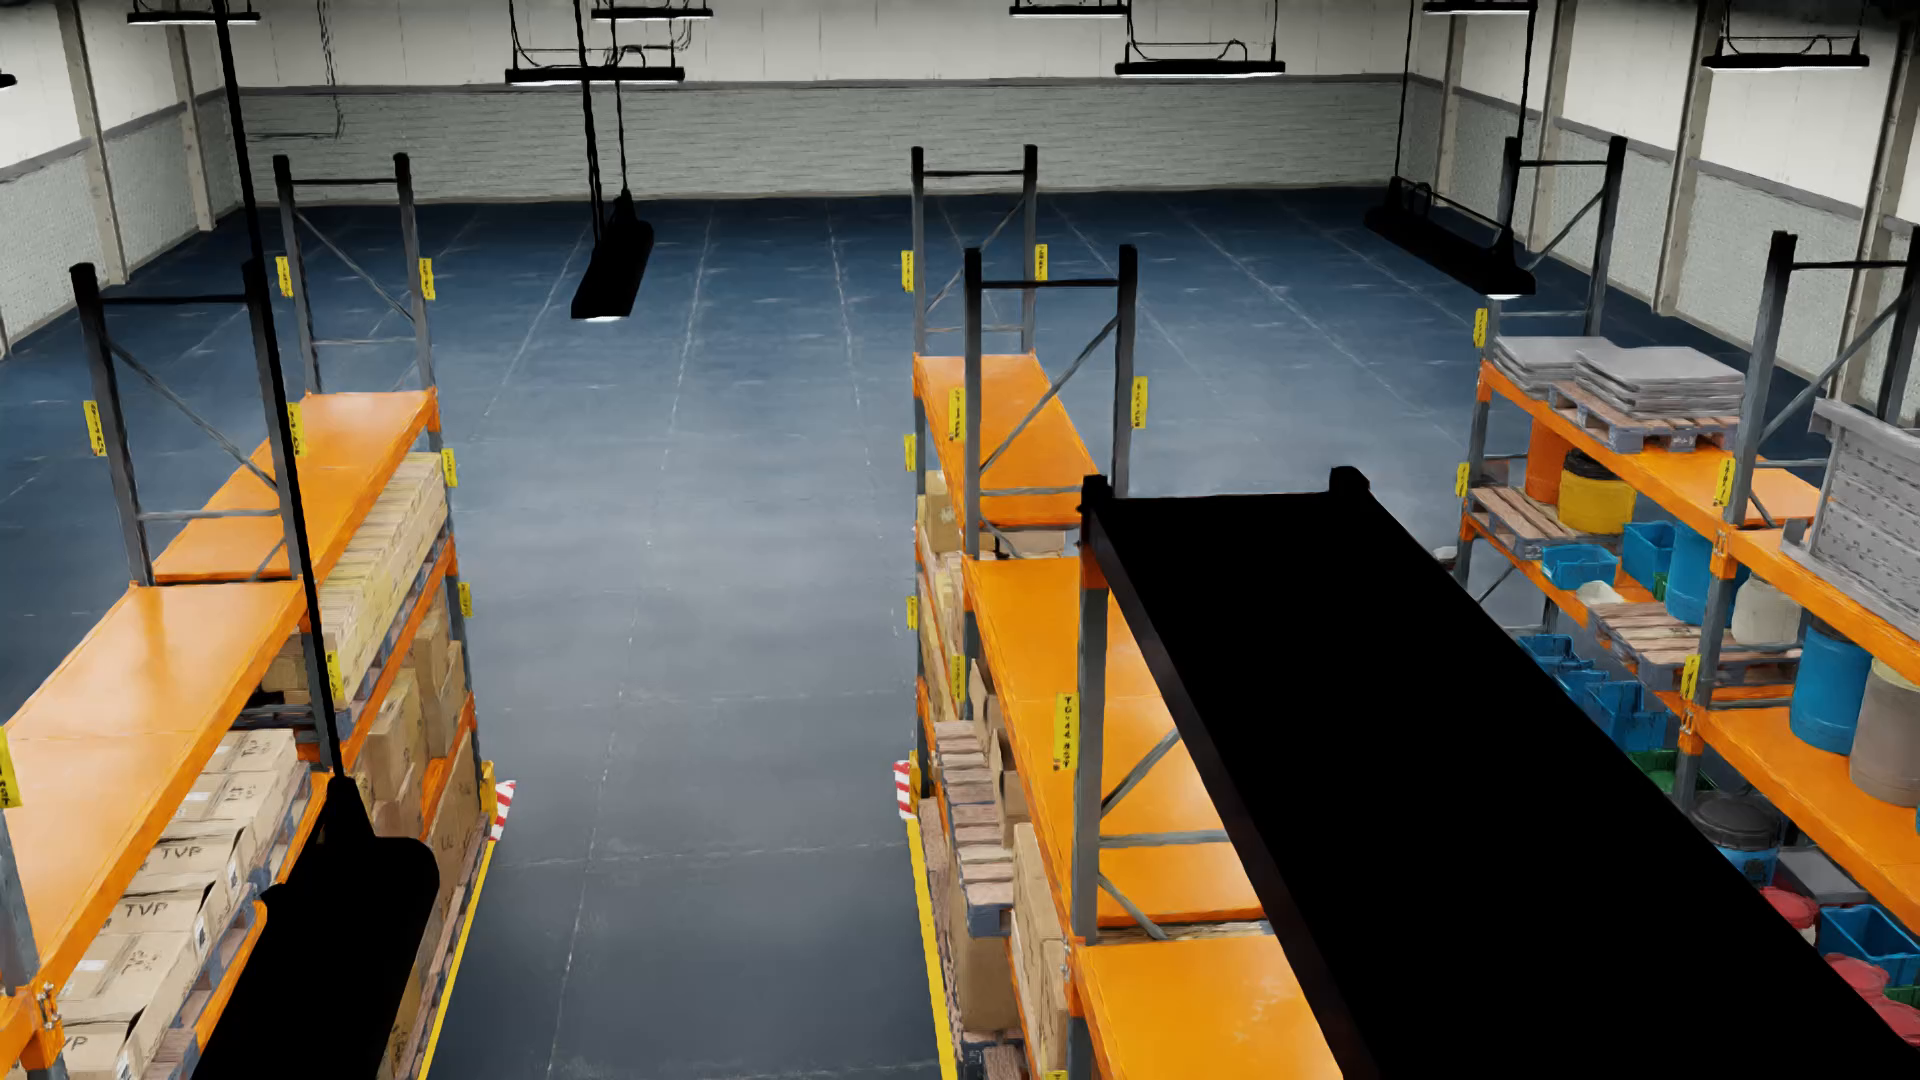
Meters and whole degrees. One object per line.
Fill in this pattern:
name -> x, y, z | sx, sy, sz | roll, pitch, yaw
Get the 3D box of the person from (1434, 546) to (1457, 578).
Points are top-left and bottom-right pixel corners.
person -> 4.863, 0.863, 17.232 | 0.527, 1.667, 0.570 | -13, 25, -30
